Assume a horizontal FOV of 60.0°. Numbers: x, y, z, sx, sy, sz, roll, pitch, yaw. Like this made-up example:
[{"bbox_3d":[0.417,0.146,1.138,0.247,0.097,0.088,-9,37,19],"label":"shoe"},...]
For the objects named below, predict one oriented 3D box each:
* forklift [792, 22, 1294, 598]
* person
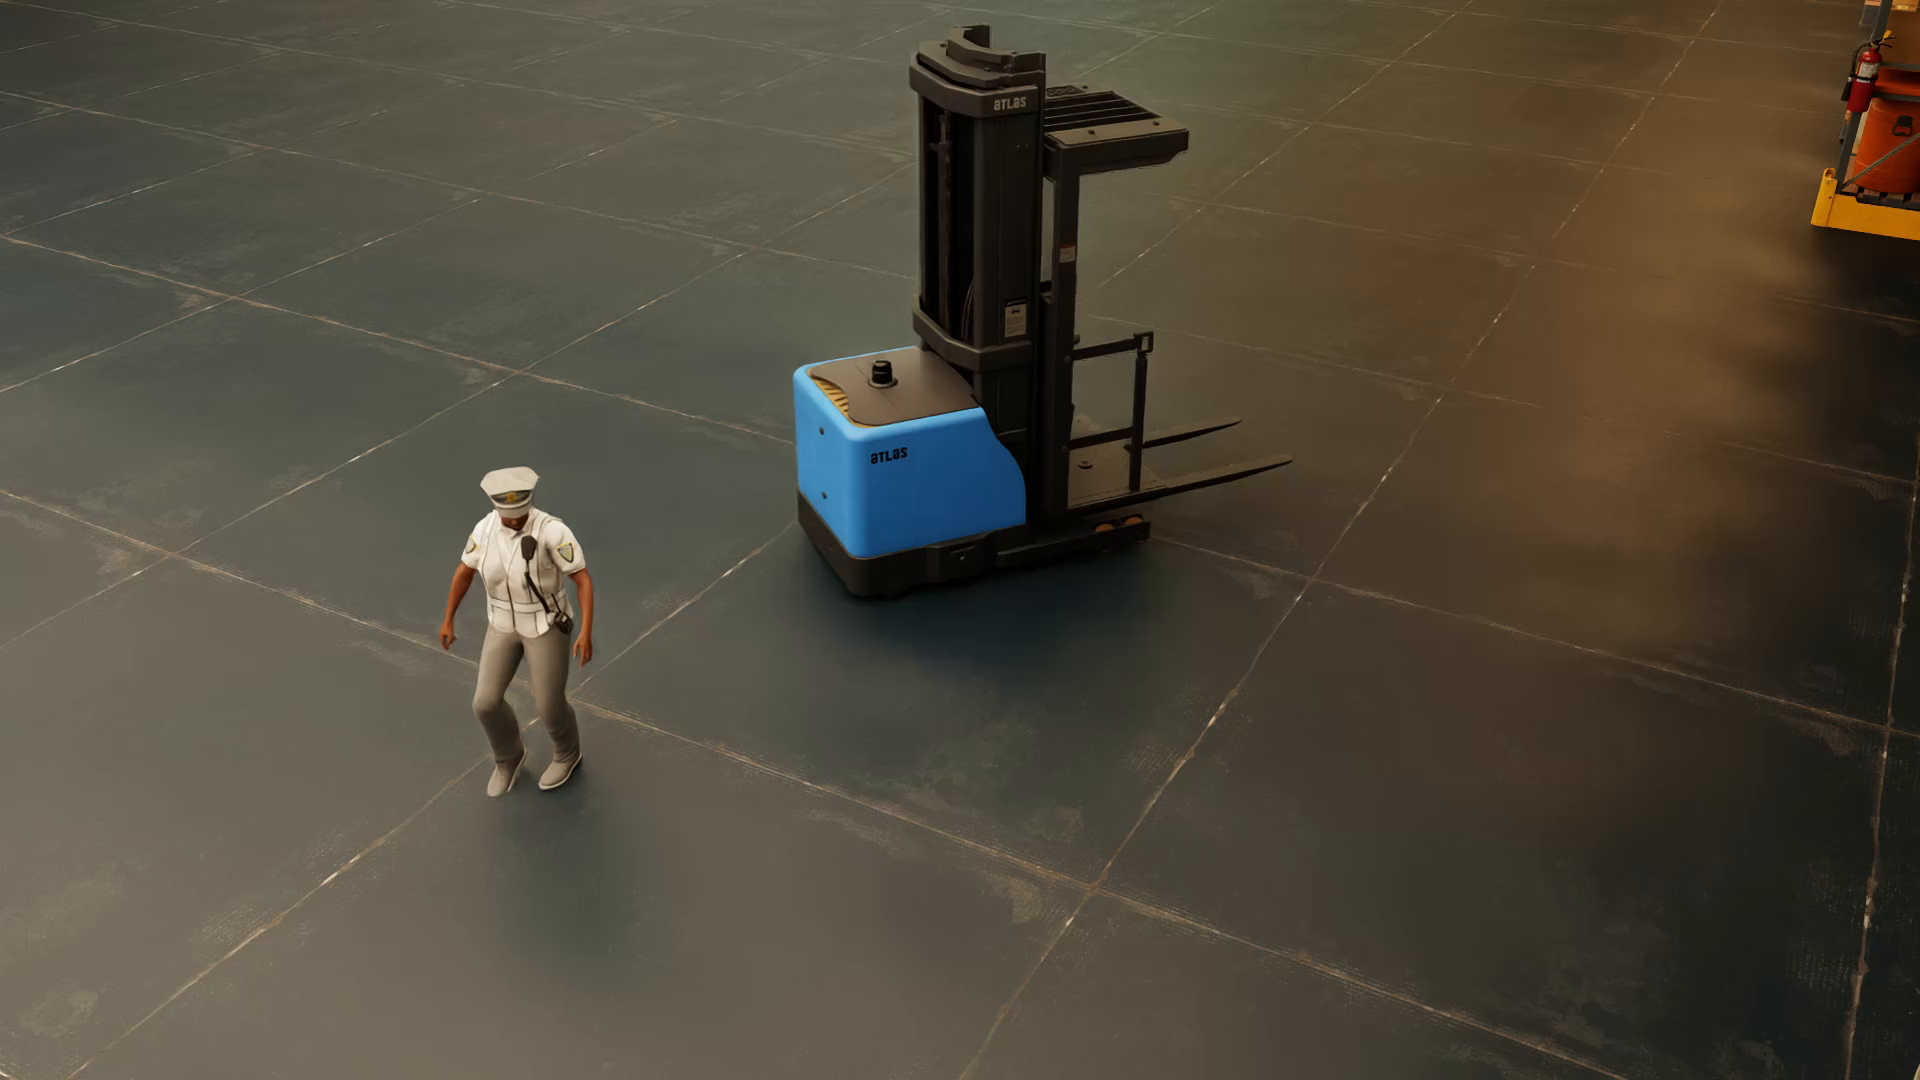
[{"bbox_3d":[0.582,-1.425,9.539,3.031,2.935,1.130,-13,32,-21],"label":"forklift"},{"bbox_3d":[-1.981,0.460,7.618,0.834,1.682,0.459,9,31,15],"label":"person"}]
